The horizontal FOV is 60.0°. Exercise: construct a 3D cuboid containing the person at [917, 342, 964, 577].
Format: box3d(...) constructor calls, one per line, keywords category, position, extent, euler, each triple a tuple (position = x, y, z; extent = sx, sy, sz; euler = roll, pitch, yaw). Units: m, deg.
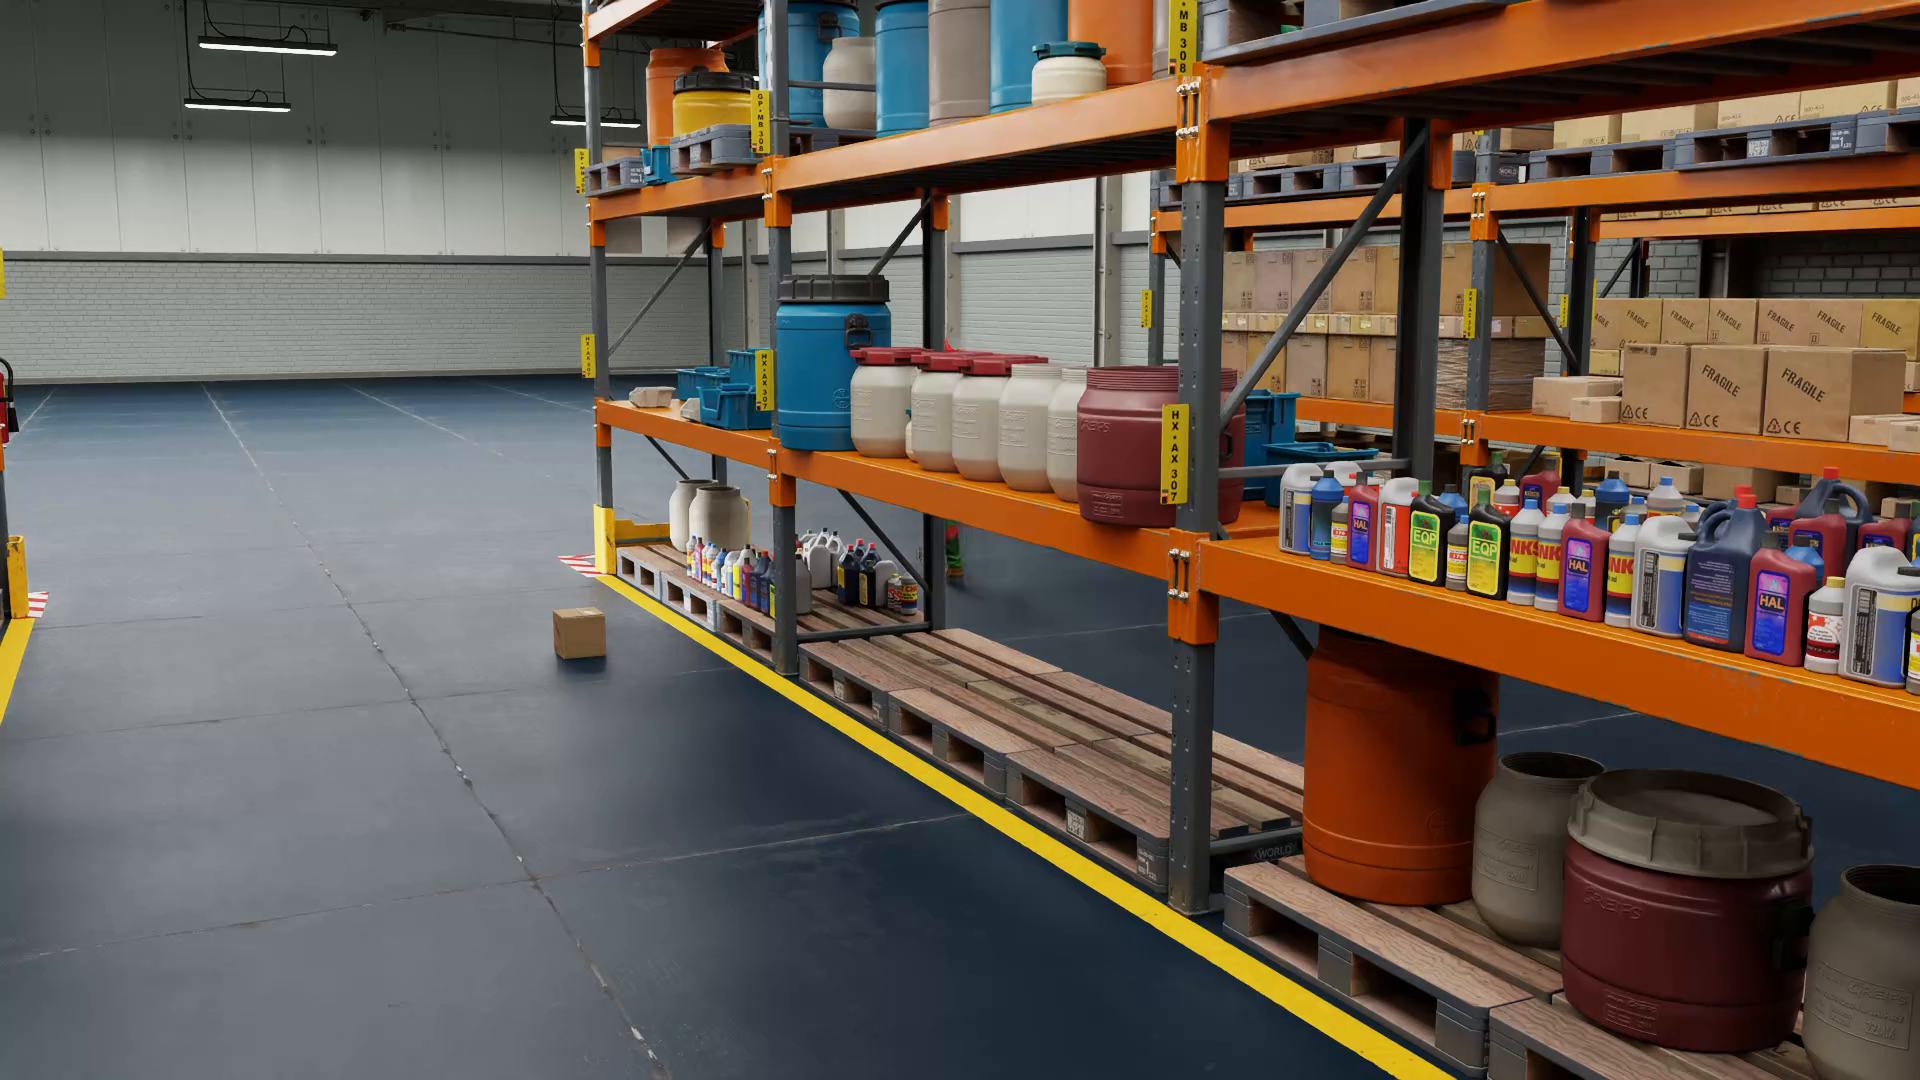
box3d(category="person", position=(-0.201, -0.627, 12.421), extent=(0.536, 1.729, 1.045), euler=(-4, 9, -25))
